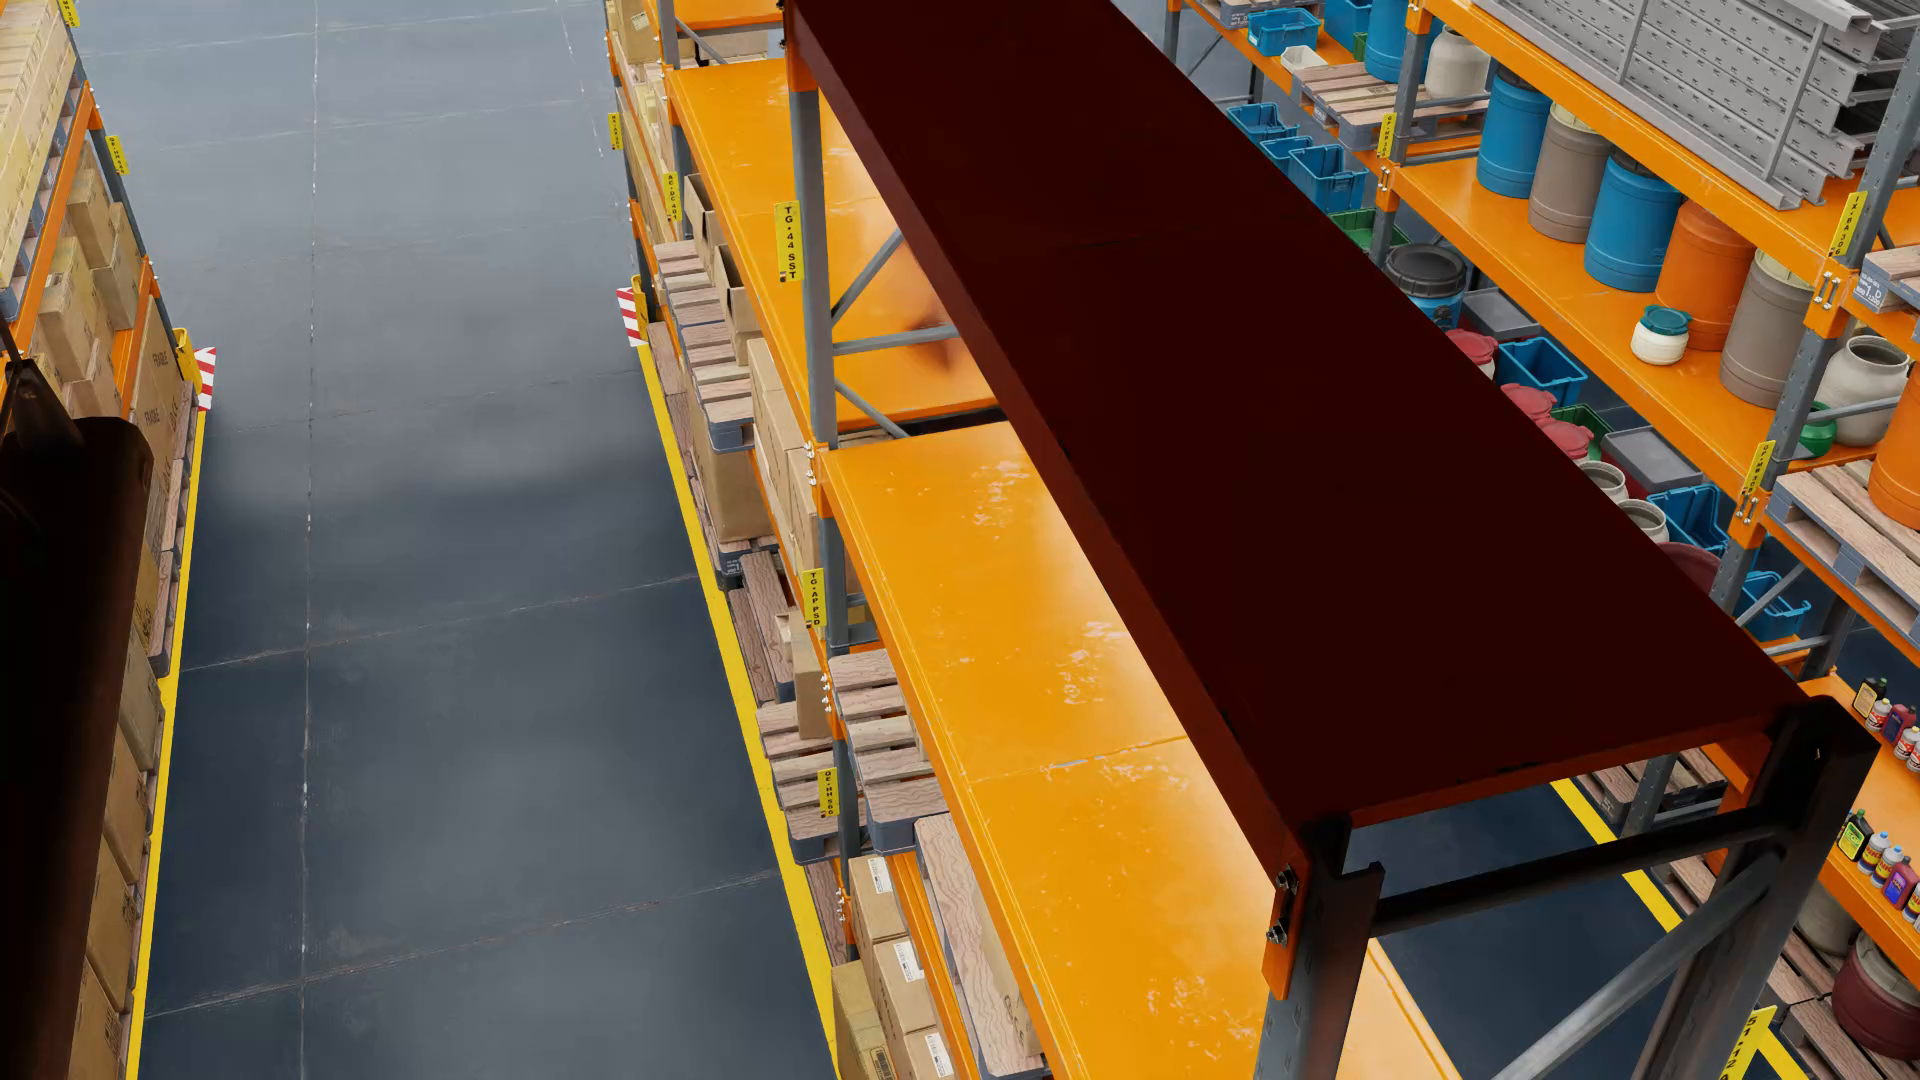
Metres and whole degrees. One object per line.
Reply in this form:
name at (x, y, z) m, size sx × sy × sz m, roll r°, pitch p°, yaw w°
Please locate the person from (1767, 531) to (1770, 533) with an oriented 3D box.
person at (5.924, -0.851, 12.453) m, size 0.678 × 1.838 × 0.805 m, roll -15°, pitch 41°, yaw -18°
